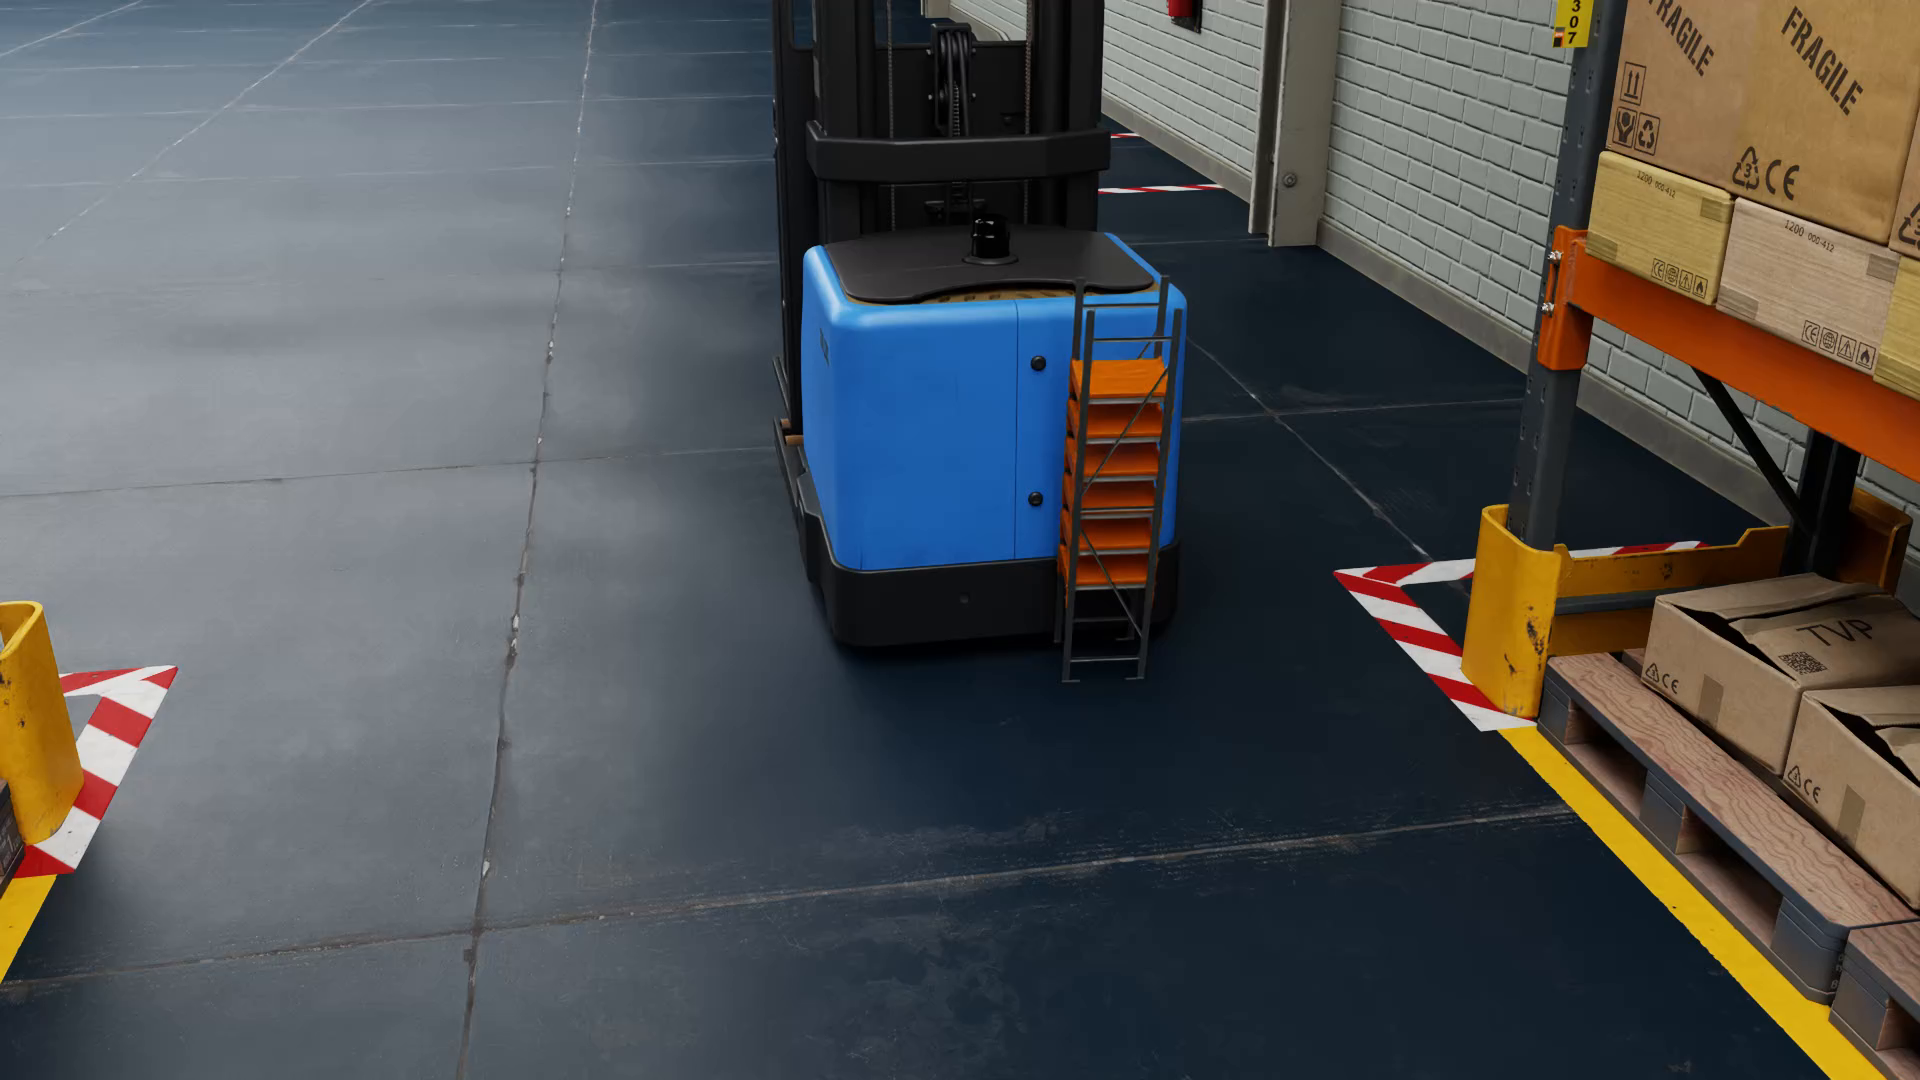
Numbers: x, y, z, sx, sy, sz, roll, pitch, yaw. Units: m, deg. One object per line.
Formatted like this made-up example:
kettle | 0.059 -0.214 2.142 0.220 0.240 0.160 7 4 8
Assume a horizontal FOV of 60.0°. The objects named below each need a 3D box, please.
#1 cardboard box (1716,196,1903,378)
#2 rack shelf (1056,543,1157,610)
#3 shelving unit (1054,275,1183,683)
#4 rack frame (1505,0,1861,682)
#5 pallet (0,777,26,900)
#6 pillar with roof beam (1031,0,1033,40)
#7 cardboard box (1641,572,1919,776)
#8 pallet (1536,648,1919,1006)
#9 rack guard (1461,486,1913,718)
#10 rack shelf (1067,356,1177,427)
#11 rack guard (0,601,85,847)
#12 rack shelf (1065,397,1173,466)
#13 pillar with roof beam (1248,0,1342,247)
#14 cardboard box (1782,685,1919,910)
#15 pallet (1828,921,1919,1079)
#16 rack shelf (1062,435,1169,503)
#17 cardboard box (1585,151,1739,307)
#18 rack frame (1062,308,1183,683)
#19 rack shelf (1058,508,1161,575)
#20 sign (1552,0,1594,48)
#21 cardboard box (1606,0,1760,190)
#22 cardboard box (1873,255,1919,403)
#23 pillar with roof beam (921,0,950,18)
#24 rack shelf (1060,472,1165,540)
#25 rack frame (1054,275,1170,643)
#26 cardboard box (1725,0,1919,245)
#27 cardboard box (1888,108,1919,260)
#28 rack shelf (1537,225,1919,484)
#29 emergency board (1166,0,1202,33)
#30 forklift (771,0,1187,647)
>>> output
cardboard box | 1.938 -0.538 3.397 0.500 0.250 0.500 -5 24 -11
rack shelf | 0.411 0.098 4.704 0.258 0.103 0.180 -2 36 -4
shelving unit | 0.416 -0.134 4.539 0.258 1.200 0.189 -2 36 -4
rack frame | 2.050 -1.016 4.329 1.000 3.000 0.127 -4 24 -10
pallet | -2.635 0.927 3.363 1.003 0.211 1.213 -4 24 -10
pillar with roof beam | -3.420 -7.956 12.722 9.100 9.000 0.400 -4 24 -10
cardboard box | 2.089 0.293 4.141 0.500 0.311 0.500 -7 25 -16
pallet | 2.179 0.614 4.081 1.003 0.211 1.213 -4 24 -10
rack guard | 2.064 0.159 4.761 1.175 0.500 0.348 -4 24 -10
rack shelf | 0.421 -0.391 4.356 0.258 0.103 0.180 -2 36 -4
rack guard | -2.822 0.488 4.008 1.175 0.500 0.348 -4 24 -10
rack shelf | 0.419 -0.293 4.425 0.258 0.103 0.180 -2 36 -4
pillar with roof beam | -2.311 -5.596 7.319 9.100 9.000 0.400 -4 24 -10
cardboard box | 2.195 0.517 3.627 0.500 0.311 0.500 -2 24 -5
pallet | 2.401 1.093 2.985 1.003 0.211 1.213 -4 24 -10
rack shelf | 0.417 -0.195 4.495 0.258 0.103 0.180 -2 36 -4
cardboard box | 1.828 -0.741 3.862 0.500 0.250 0.500 -5 24 -11
rack frame | 0.423 -0.081 4.464 0.240 1.200 0.006 -2 36 -4
rack shelf | 0.413 0.000 4.634 0.258 0.103 0.180 -2 36 -4
sign | 1.517 -1.373 4.064 0.100 0.325 0.005 -4 24 -10
cardboard box | 1.843 -1.090 3.724 0.500 0.500 0.500 -4 24 -10
cardboard box | 2.026 -0.337 2.937 0.500 0.250 0.500 -5 24 -11
pillar with roof beam | -4.530 -10.316 18.126 9.100 9.000 0.400 -4 24 -10
rack shelf | 0.415 -0.098 4.564 0.258 0.103 0.180 -2 36 -4
rack frame | 0.409 -0.187 4.613 0.240 1.200 0.006 -2 36 -4
cardboard box | 1.924 -0.895 3.277 0.500 0.500 0.500 -4 24 -10
cardboard box | 2.014 -0.692 2.811 0.500 0.500 0.500 -5 24 -11
rack shelf | 2.420 0.100 2.672 1.077 0.370 4.000 -4 24 -10
emergency board | 1.500 -4.140 11.481 0.194 1.169 0.643 -4 24 -10
forklift | -0.115 -1.591 5.731 1.130 2.935 3.031 -4 24 -10
